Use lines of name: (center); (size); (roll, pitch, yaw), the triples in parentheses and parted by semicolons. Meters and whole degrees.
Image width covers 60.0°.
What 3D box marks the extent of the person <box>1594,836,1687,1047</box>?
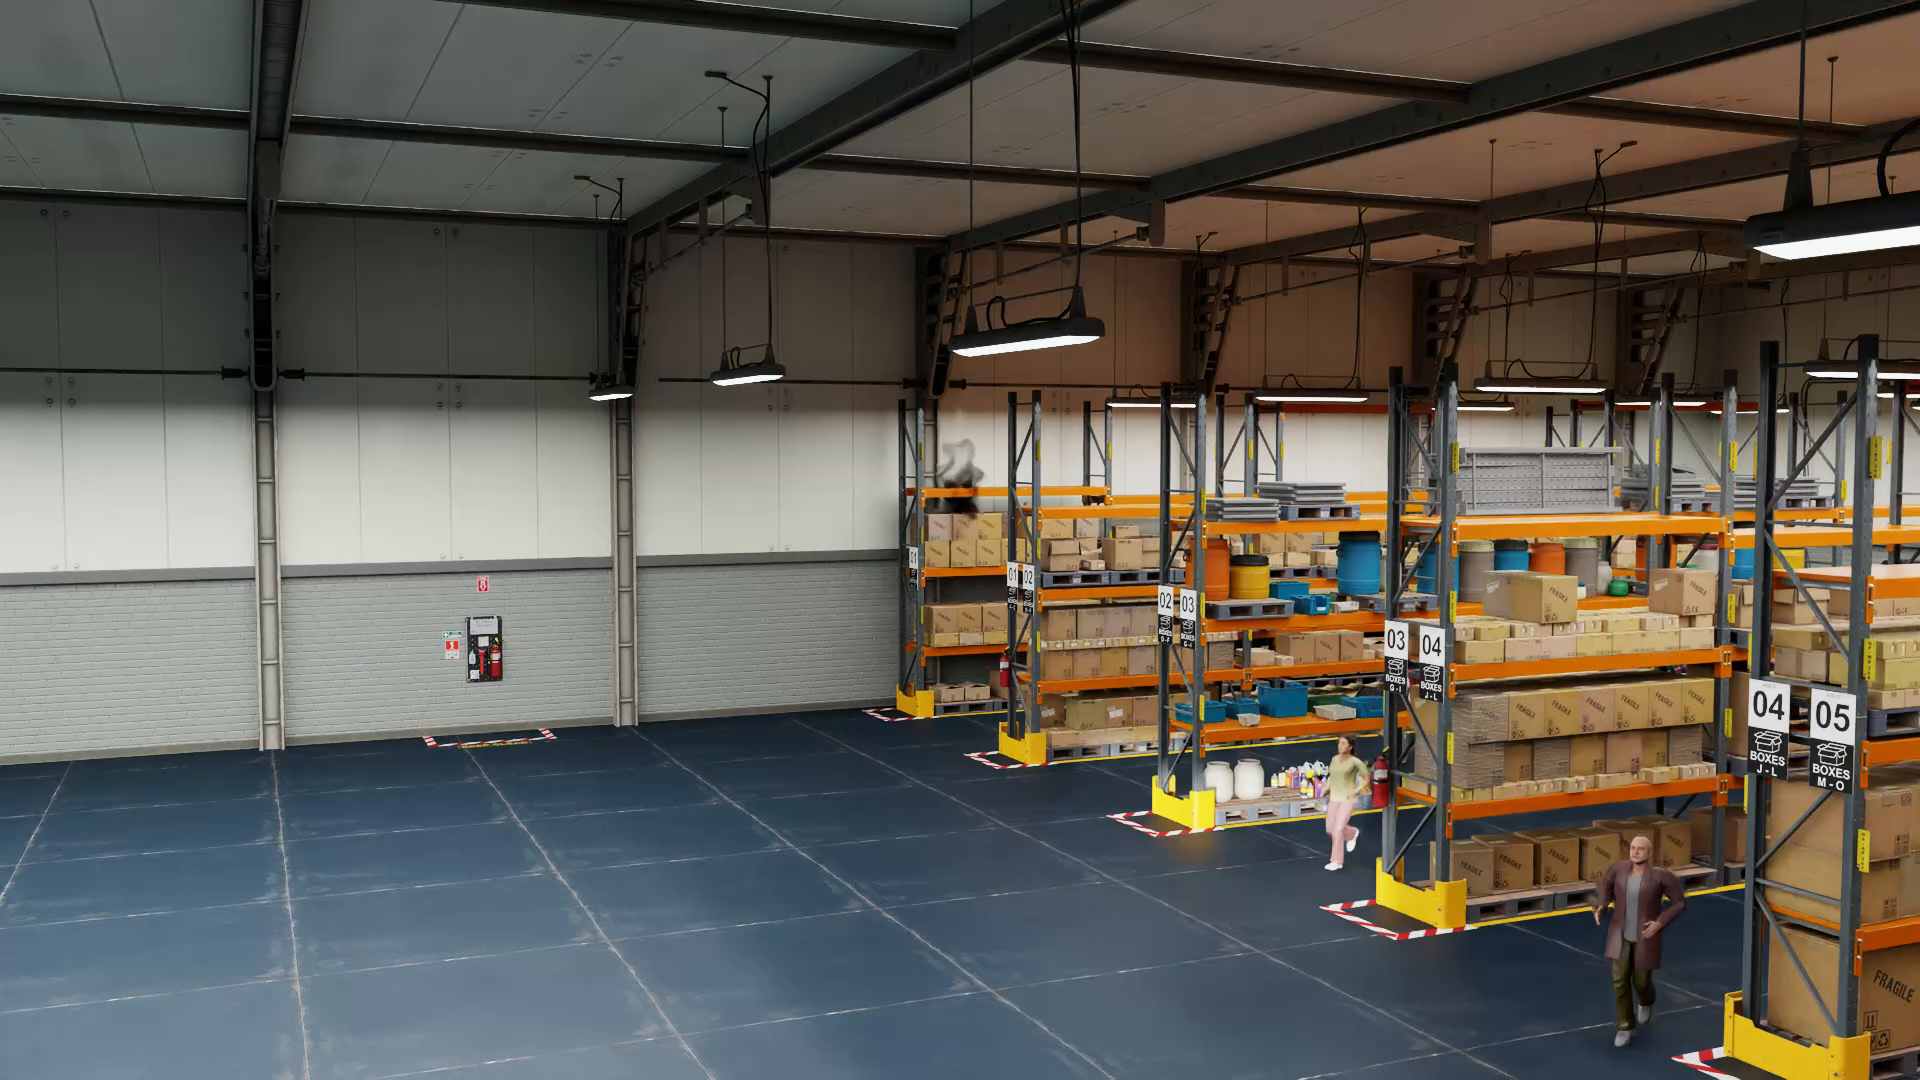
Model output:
person: (5.880, 3.458, 14.461); (0.763, 1.783, 0.740); (3, 5, 42)

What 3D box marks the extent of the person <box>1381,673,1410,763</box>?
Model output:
person: (7.032, 2.737, 26.682); (0.633, 1.733, 0.707); (-3, 4, -38)

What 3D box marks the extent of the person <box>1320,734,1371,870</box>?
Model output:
person: (4.694, 3.168, 20.200); (0.677, 1.628, 0.579); (-3, 4, -41)
